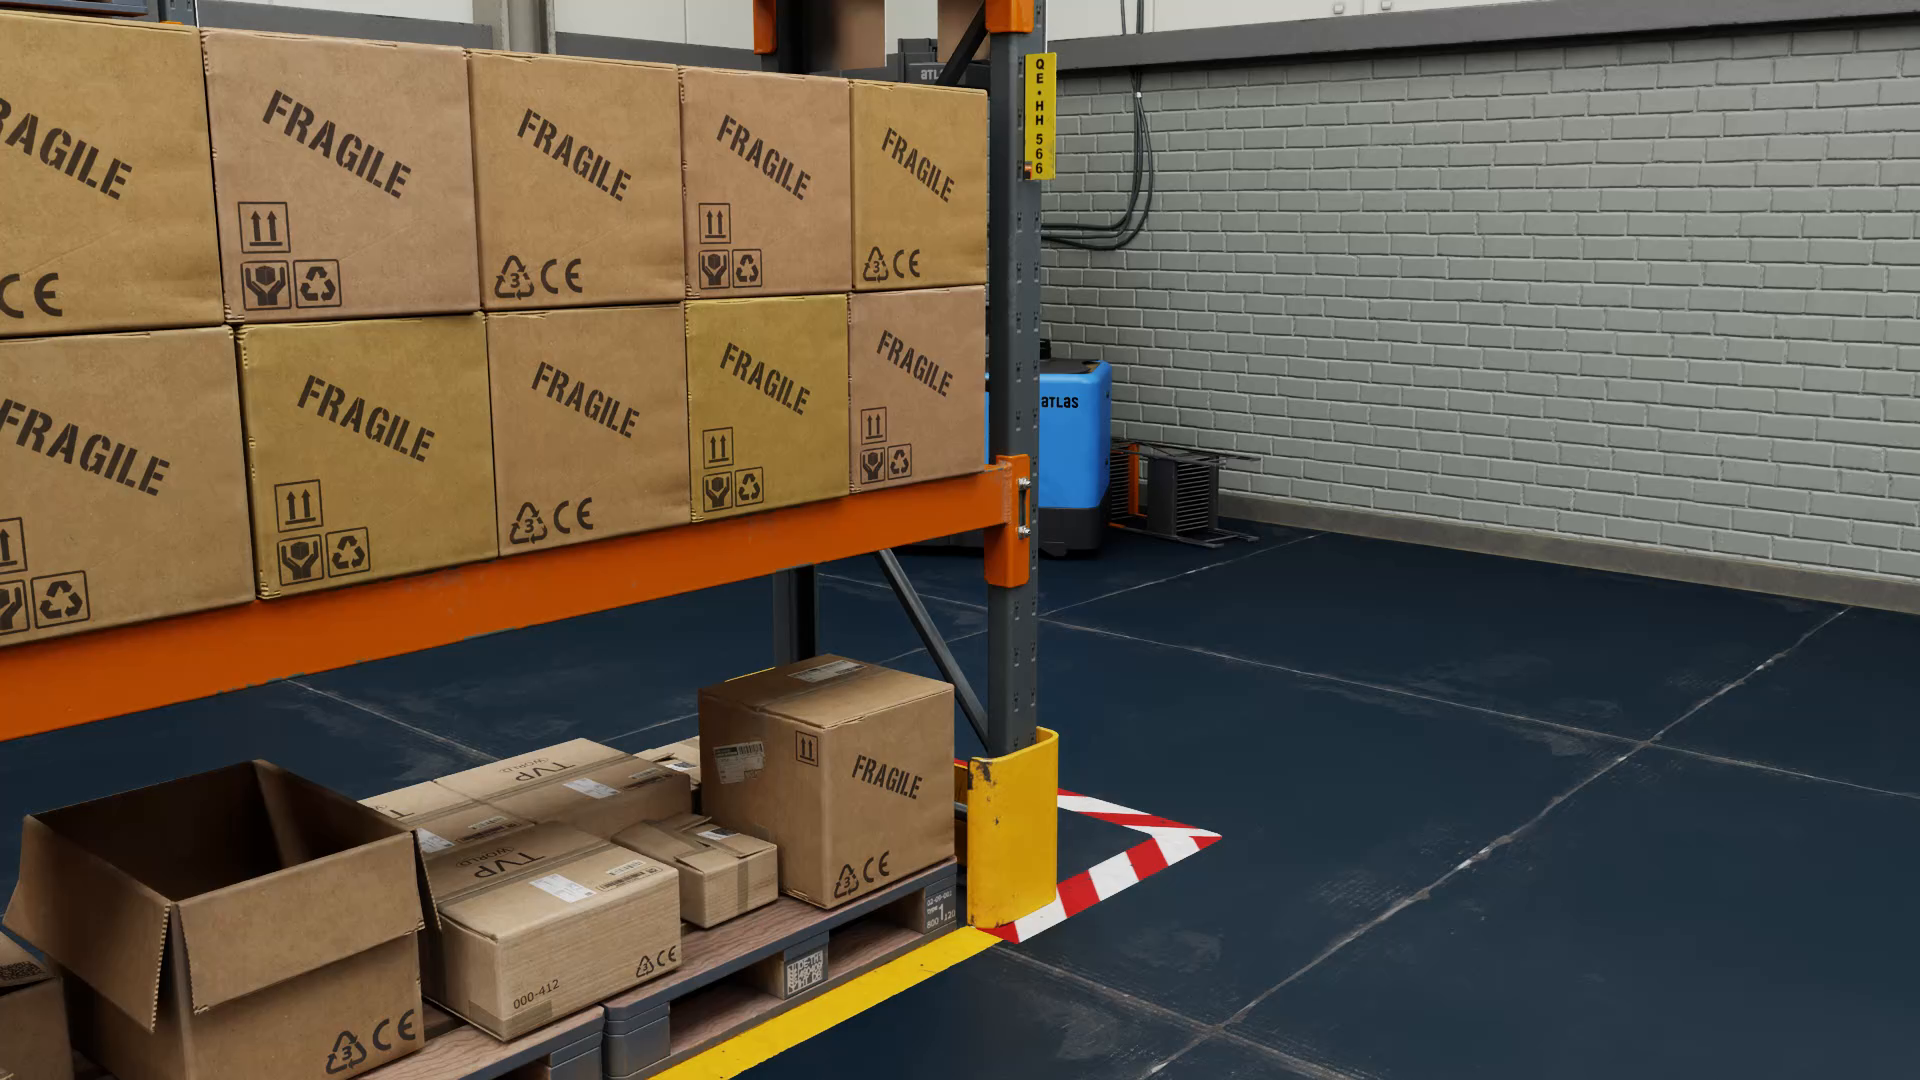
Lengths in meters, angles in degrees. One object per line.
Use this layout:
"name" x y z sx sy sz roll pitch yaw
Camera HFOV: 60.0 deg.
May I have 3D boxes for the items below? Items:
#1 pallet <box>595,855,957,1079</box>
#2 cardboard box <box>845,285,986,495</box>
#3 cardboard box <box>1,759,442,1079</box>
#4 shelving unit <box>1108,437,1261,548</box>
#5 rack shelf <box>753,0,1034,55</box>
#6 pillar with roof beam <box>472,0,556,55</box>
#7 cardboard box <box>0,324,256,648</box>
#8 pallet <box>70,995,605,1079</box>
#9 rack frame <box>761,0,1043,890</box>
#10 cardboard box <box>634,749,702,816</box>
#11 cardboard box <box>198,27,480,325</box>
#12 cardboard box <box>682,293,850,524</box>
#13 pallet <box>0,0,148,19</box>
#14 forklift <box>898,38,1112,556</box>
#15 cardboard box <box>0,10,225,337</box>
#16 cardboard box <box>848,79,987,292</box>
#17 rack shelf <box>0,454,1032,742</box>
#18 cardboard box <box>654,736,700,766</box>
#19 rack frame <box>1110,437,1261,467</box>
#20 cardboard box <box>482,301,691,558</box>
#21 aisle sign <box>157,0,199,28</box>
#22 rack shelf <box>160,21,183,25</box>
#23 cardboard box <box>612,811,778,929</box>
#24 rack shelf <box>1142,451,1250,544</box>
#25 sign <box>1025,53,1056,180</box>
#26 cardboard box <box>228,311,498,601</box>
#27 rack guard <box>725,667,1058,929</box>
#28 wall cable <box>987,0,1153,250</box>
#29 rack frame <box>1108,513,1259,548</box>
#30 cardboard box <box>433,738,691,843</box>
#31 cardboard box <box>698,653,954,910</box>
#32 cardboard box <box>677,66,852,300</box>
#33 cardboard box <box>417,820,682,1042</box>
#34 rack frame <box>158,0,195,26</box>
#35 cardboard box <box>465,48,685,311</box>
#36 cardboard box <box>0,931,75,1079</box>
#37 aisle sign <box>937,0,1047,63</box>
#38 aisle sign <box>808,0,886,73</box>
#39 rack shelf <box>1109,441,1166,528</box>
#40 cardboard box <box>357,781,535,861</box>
"pallet" -0.766 1.019 4.573 1.003 0.211 1.213 10 15 40
"cardboard box" -0.281 -0.426 4.428 0.500 0.500 0.500 10 15 42
"cardboard box" -1.594 0.842 3.586 0.797 0.503 0.637 10 15 40
"shelving unit" 1.004 -0.375 10.756 0.431 0.503 2.100 -9 14 -38
"rack shelf" -1.510 -1.302 3.247 1.077 0.370 4.000 10 15 40
"pillar with roof beam" 0.453 -4.012 7.322 9.100 9.000 0.400 10 15 40
"cardboard box" -1.622 -0.127 2.933 0.500 0.500 0.500 10 15 40
"pallet" -1.571 1.197 3.679 1.003 0.211 1.213 10 15 40
"rack frame" -0.190 -0.478 4.944 1.000 3.000 0.127 10 15 40
"cardboard box" -0.890 0.750 4.908 0.380 0.166 0.250 10 15 40
"cardboard box" -1.288 -0.689 3.194 0.500 0.500 0.500 10 15 42
"cardboard box" -0.621 -0.349 4.044 0.500 0.500 0.500 10 15 41
"pallet" -4.395 -2.434 7.310 1.003 0.211 1.213 10 15 40
"forklift" -0.614 -1.458 10.025 3.031 2.935 1.130 2 11 9
"cardboard box" -1.628 -0.613 2.813 0.500 0.500 0.500 9 15 39
"cardboard box" -0.277 -0.916 4.330 0.500 0.500 0.500 10 15 40
"rack shelf" -1.510 0.169 3.541 1.077 0.370 4.000 10 15 40
"cardboard box" -0.725 0.722 5.094 0.380 0.149 0.250 10 15 40
"rack frame" 1.002 -0.615 10.710 0.400 0.015 2.100 -9 14 -38
"cardboard box" -0.954 -0.276 3.680 0.500 0.500 0.500 10 15 41
"aisle sign" -3.641 -2.364 7.752 0.394 0.787 0.004 10 15 40
"rack shelf" -5.234 -1.941 6.451 1.077 0.370 4.000 10 15 40
"cardboard box" -0.699 0.856 4.378 0.380 0.166 0.250 10 15 40
"rack shelf" 1.450 -0.273 10.209 0.431 0.480 0.518 -9 14 -38
"sign" 0.214 -1.126 4.426 0.100 0.325 0.005 10 15 40
"cardboard box" -1.287 -0.202 3.309 0.500 0.500 0.500 9 15 40
"rack guard" -0.240 0.759 5.133 1.175 0.500 0.348 10 15 40
"wall cable" 0.088 -3.323 11.799 3.097 2.526 0.112 10 15 40
"rack frame" 1.005 -0.136 10.802 0.400 0.015 2.100 -9 14 -38
"cardboard box" -1.092 0.772 4.585 0.500 0.250 0.500 10 15 40
"cardboard box" -0.364 0.644 4.586 0.500 0.500 0.500 10 15 40
"cardboard box" -0.610 -0.841 3.958 0.500 0.500 0.500 10 15 42
"cardboard box" -1.014 0.903 3.930 0.500 0.250 0.500 10 15 40
"rack frame" -3.914 -1.118 8.148 1.000 3.000 0.127 10 15 40
"cardboard box" -0.949 -0.765 3.573 0.500 0.500 0.500 10 15 42
"cardboard box" -2.172 0.983 3.374 0.500 0.311 0.500 10 15 40
"aisle sign" 0.085 -1.723 4.541 0.394 0.787 0.004 10 15 40
"aisle sign" -0.366 -1.800 4.930 0.394 0.787 0.004 10 15 40
"rack shelf" 1.012 -0.373 10.746 0.431 0.480 0.518 -9 14 -38
"cardboard box" -1.422 0.845 4.217 0.500 0.250 0.500 10 15 40
